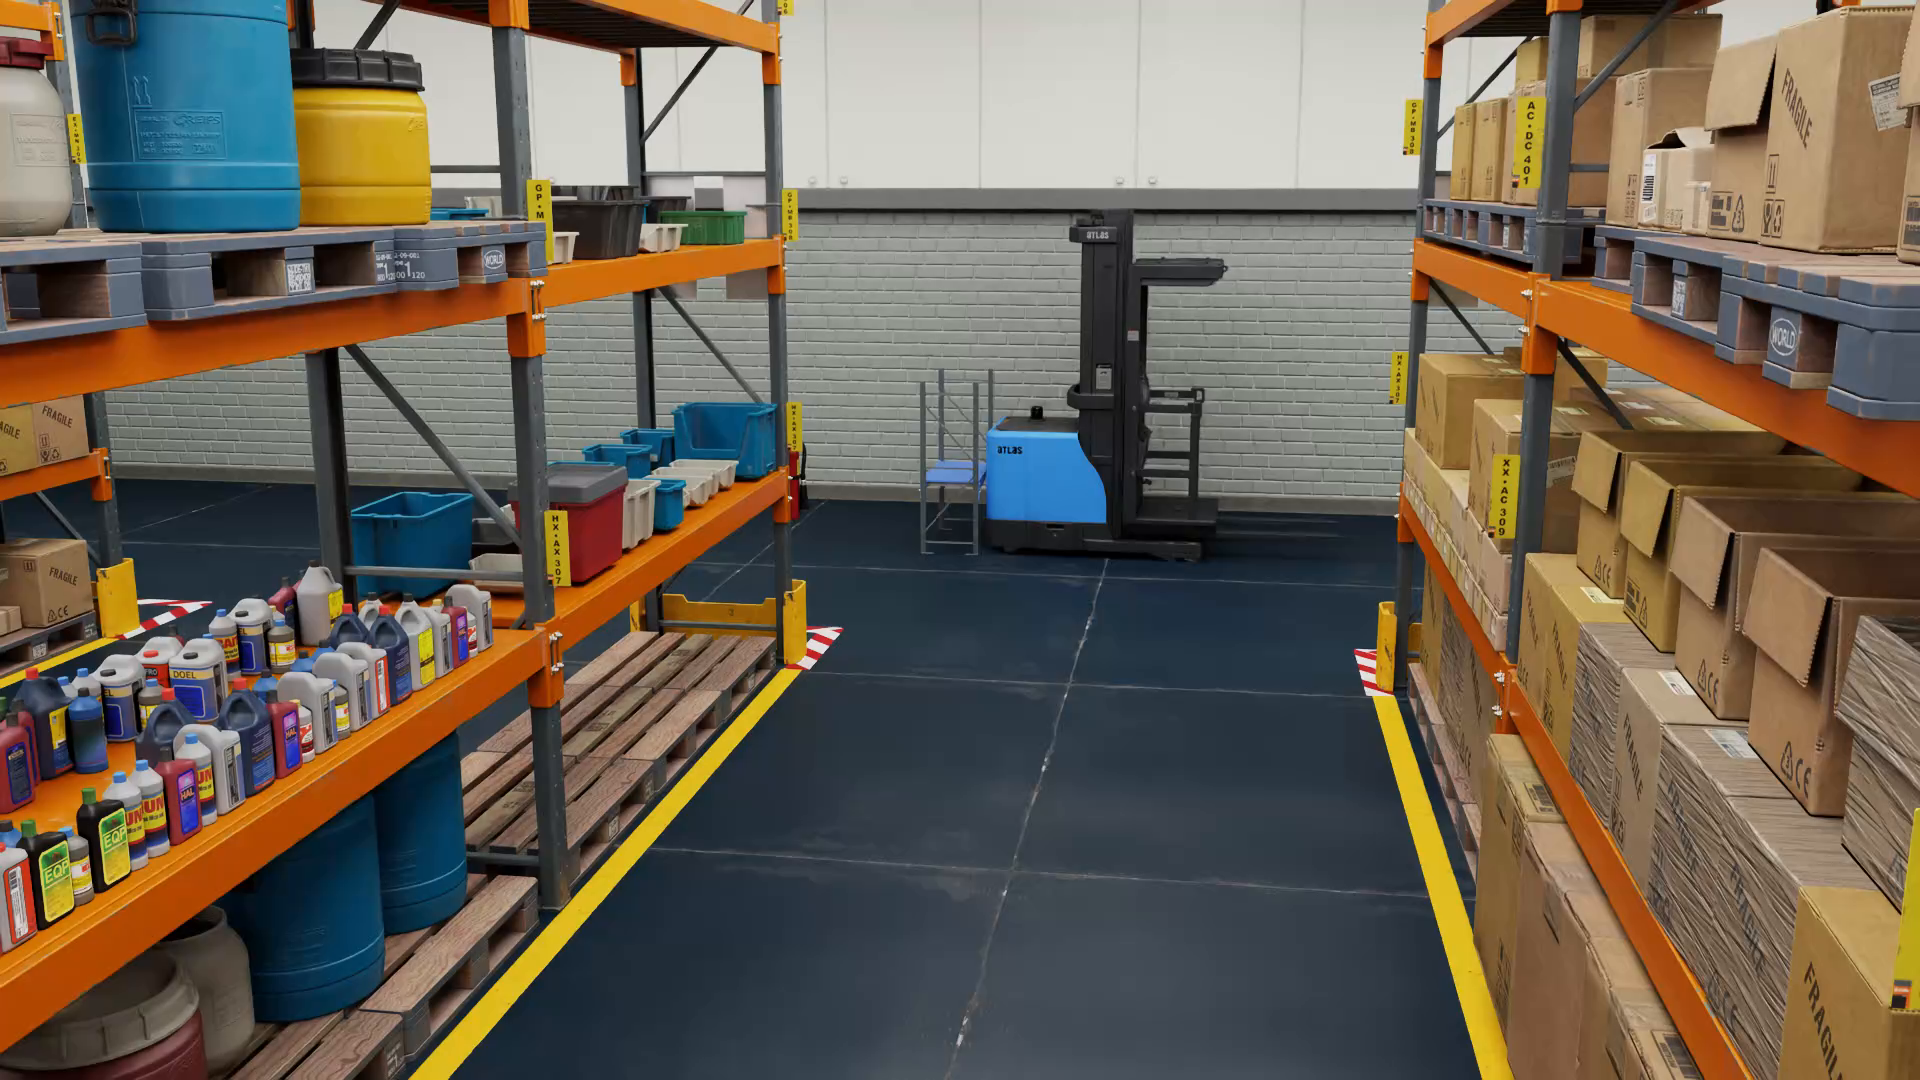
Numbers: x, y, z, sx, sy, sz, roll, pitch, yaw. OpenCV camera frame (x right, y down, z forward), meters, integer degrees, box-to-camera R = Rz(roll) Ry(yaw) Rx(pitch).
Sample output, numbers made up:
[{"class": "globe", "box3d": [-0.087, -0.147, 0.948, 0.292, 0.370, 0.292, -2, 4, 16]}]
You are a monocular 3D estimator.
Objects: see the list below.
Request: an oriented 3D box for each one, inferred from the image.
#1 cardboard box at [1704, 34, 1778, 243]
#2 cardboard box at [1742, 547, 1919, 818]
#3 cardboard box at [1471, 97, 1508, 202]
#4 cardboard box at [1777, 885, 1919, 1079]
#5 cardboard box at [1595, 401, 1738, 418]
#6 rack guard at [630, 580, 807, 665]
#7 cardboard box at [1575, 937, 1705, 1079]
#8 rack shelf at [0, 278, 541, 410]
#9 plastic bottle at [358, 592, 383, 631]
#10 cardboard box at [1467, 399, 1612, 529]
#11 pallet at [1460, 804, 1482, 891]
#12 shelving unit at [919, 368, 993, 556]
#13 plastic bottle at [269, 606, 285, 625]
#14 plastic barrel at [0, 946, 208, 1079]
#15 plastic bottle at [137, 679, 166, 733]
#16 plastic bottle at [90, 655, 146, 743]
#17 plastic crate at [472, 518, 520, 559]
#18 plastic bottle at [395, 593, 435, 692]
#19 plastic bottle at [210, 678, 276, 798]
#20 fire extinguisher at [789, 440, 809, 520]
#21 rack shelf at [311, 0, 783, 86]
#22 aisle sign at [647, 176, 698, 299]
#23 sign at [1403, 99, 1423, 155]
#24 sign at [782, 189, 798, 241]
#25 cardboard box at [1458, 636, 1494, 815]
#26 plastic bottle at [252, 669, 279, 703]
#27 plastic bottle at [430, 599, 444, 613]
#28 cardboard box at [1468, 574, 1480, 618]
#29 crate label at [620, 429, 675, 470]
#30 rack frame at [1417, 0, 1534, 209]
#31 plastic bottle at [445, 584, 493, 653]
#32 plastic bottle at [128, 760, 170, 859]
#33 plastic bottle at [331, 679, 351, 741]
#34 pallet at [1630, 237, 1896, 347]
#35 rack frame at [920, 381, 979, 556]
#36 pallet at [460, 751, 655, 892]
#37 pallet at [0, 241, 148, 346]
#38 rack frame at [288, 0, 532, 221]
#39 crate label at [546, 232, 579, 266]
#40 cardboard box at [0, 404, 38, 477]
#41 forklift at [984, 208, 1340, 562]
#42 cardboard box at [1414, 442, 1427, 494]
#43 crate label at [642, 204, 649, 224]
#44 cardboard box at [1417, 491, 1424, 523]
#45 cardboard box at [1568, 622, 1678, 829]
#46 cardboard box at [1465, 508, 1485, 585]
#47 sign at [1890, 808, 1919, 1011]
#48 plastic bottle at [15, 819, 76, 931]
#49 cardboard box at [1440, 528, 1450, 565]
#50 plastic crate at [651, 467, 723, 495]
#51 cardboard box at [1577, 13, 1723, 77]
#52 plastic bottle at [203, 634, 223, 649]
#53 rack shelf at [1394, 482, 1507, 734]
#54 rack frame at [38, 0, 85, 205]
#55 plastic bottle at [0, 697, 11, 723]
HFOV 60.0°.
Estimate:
[{"class": "cardboard box", "box3d": [2.322, -1.002, 4.163, 0.797, 0.503, 0.637, 2, 12, 8]}, {"class": "cardboard box", "box3d": [2.260, 0.319, 3.774, 0.797, 0.503, 0.637, 2, 12, 10]}, {"class": "cardboard box", "box3d": [2.995, -1.957, 8.361, 0.700, 0.500, 0.500, 1, 12, 5]}, {"class": "cardboard box", "box3d": [1.860, 0.986, 3.061, 0.500, 0.500, 0.500, 2, 12, 10]}, {"class": "cardboard box", "box3d": [3.054, -0.319, 7.225, 0.500, 0.500, 0.500, 2, 12, 9]}, {"class": "rack guard", "box3d": [-1.644, 0.536, 11.318, 1.175, 0.500, 0.348, 2, 12, 9]}, {"class": "cardboard box", "box3d": [2.300, 1.651, 4.260, 1.225, 0.875, 0.875, 2, 12, 9]}, {"class": "rack shelf", "box3d": [-2.558, -0.546, 4.994, 1.077, 0.370, 4.000, 2, 12, 9]}, {"class": "plastic bottle", "box3d": [-2.211, 0.374, 6.255, 0.144, 0.351, 0.185, 2, 12, 9]}, {"class": "cardboard box", "box3d": [2.532, -0.334, 7.294, 0.500, 0.500, 0.500, 2, 12, 9]}, {"class": "pallet", "box3d": [2.838, 1.520, 7.438, 1.003, 0.211, 1.213, 2, 12, 9]}, {"class": "shelving unit", "box3d": [-0.019, -0.716, 14.754, 0.538, 1.500, 1.048, 2, 12, 8]}, {"class": "plastic bottle", "box3d": [-2.748, 0.365, 6.653, 0.097, 0.201, 0.097, 0, 12, 0]}, {"class": "plastic barrel", "box3d": [-2.633, 1.621, 5.078, 0.600, 0.588, 0.708, 2, 12, 9]}, {"class": "plastic bottle", "box3d": [-2.750, 0.575, 5.678, 0.097, 0.201, 0.097, 0, 12, 0]}, {"class": "plastic bottle", "box3d": [-2.876, 0.538, 5.670, 0.152, 0.276, 0.135, 2, 12, 9]}, {"class": "plastic crate", "box3d": [-2.343, 0.016, 8.310, 0.437, 0.125, 0.590, 2, 12, 9]}, {"class": "plastic bottle", "box3d": [-2.068, 0.379, 6.234, 0.144, 0.351, 0.185, 2, 12, 9]}, {"class": "plastic bottle", "box3d": [-2.238, 0.608, 5.170, 0.144, 0.351, 0.185, 2, 12, 9]}, {"class": "fire extinguisher", "box3d": [-1.163, -0.477, 11.154, 0.296, 0.674, 0.183, 2, 12, 9]}, {"class": "rack shelf", "box3d": [-1.942, -2.649, 8.583, 1.077, 0.370, 4.000, 2, 12, 9]}, {"class": "aisle sign", "box3d": [-1.917, -1.976, 10.870, 0.394, 0.787, 0.004, 2, 12, 9]}, {"class": "sign", "box3d": [2.712, -2.471, 9.957, 0.100, 0.325, 0.005, 2, 12, 9]}, {"class": "sign", "box3d": [-1.089, -2.081, 10.657, 0.100, 0.325, 0.005, 2, 12, 9]}, {"class": "cardboard box", "box3d": [2.963, 0.824, 8.095, 0.875, 0.875, 0.875, 2, 12, 9]}, {"class": "plastic bottle", "box3d": [-2.308, 0.565, 5.557, 0.097, 0.271, 0.097, 0, 12, 0]}, {"class": "plastic bottle", "box3d": [-2.117, 0.342, 6.758, 0.097, 0.201, 0.097, 0, 12, 0]}, {"class": "cardboard box", "box3d": [2.446, 0.255, 7.288, 0.380, 0.149, 0.250, 2, 12, 8]}, {"class": "crate label", "box3d": [-1.998, -0.587, 10.852, 0.416, 0.233, 0.303, 2, 12, 9]}, {"class": "rack frame", "box3d": [3.259, -3.452, 9.653, 1.000, 3.000, 0.127, 2, 12, 9]}, {"class": "plastic bottle", "box3d": [-1.991, 0.306, 6.749, 0.152, 0.276, 0.135, 2, 12, 9]}, {"class": "plastic bottle", "box3d": [-2.292, 0.753, 4.685, 0.097, 0.271, 0.097, 0, 12, 0]}, {"class": "plastic bottle", "box3d": [-2.137, 0.576, 5.671, 0.097, 0.201, 0.097, 0, 12, 0]}, {"class": "pallet", "box3d": [2.244, -0.597, 3.972, 1.003, 0.211, 1.213, 2, 12, 11]}, {"class": "rack frame", "box3d": [-0.091, -0.610, 14.262, 0.500, 1.500, 0.032, 2, 12, 8]}, {"class": "pallet", "box3d": [-2.175, 1.361, 8.176, 1.003, 0.211, 1.213, 2, 12, 9]}, {"class": "pallet", "box3d": [-2.651, -0.545, 3.730, 1.003, 0.211, 1.213, 2, 12, 9]}, {"class": "rack frame", "box3d": [-2.250, -2.780, 6.534, 1.000, 3.000, 0.127, 2, 12, 9]}, {"class": "crate label", "box3d": [-1.889, -1.277, 7.307, 0.293, 0.136, 0.466, 2, 12, 9]}, {"class": "cardboard box", "box3d": [-6.405, -0.680, 10.792, 0.500, 0.500, 0.500, 2, 12, 9]}, {"class": "forklift", "box3d": [1.777, -1.364, 14.365, 3.031, 2.935, 1.130, 2, 12, 9]}, {"class": "cardboard box", "box3d": [2.845, -0.392, 9.343, 0.500, 0.250, 0.500, 2, 12, 8]}, {"class": "crate label", "box3d": [-2.096, -1.892, 9.886, 0.408, 0.251, 0.502, 2, 12, 9]}, {"class": "cardboard box", "box3d": [2.762, -0.173, 9.270, 0.380, 0.149, 0.250, 2, 12, 8]}, {"class": "cardboard box", "box3d": [2.172, 0.561, 5.035, 0.500, 0.500, 0.500, 2, 12, 7]}, {"class": "cardboard box", "box3d": [2.530, 0.033, 7.372, 0.500, 0.250, 0.500, 2, 12, 10]}, {"class": "sign", "box3d": [1.480, 0.562, 2.516, 0.100, 0.325, 0.005, 2, 12, 9]}, {"class": "plastic bottle", "box3d": [-2.342, 0.840, 4.253, 0.061, 0.283, 0.133, 2, 12, 9]}, {"class": "cardboard box", "box3d": [2.605, 0.041, 8.278, 0.380, 0.149, 0.250, 2, 12, 10]}, {"class": "plastic crate", "box3d": [-1.640, -0.345, 9.958, 0.396, 0.136, 0.243, 2, 12, 9]}, {"class": "cardboard box", "box3d": [2.795, -2.019, 6.868, 0.500, 0.250, 0.500, 1, 12, 5]}, {"class": "plastic bottle", "box3d": [-2.814, 0.453, 6.241, 0.097, 0.201, 0.097, 0, 12, 0]}, {"class": "rack shelf", "box3d": [2.952, 0.248, 8.429, 1.077, 0.370, 4.000, 2, 12, 9]}, {"class": "rack frame", "box3d": [-6.529, -3.774, 11.146, 1.000, 3.000, 0.127, 2, 12, 9]}, {"class": "plastic bottle", "box3d": [-3.000, 0.640, 5.181, 0.061, 0.283, 0.133, 2, 12, 9]}]
